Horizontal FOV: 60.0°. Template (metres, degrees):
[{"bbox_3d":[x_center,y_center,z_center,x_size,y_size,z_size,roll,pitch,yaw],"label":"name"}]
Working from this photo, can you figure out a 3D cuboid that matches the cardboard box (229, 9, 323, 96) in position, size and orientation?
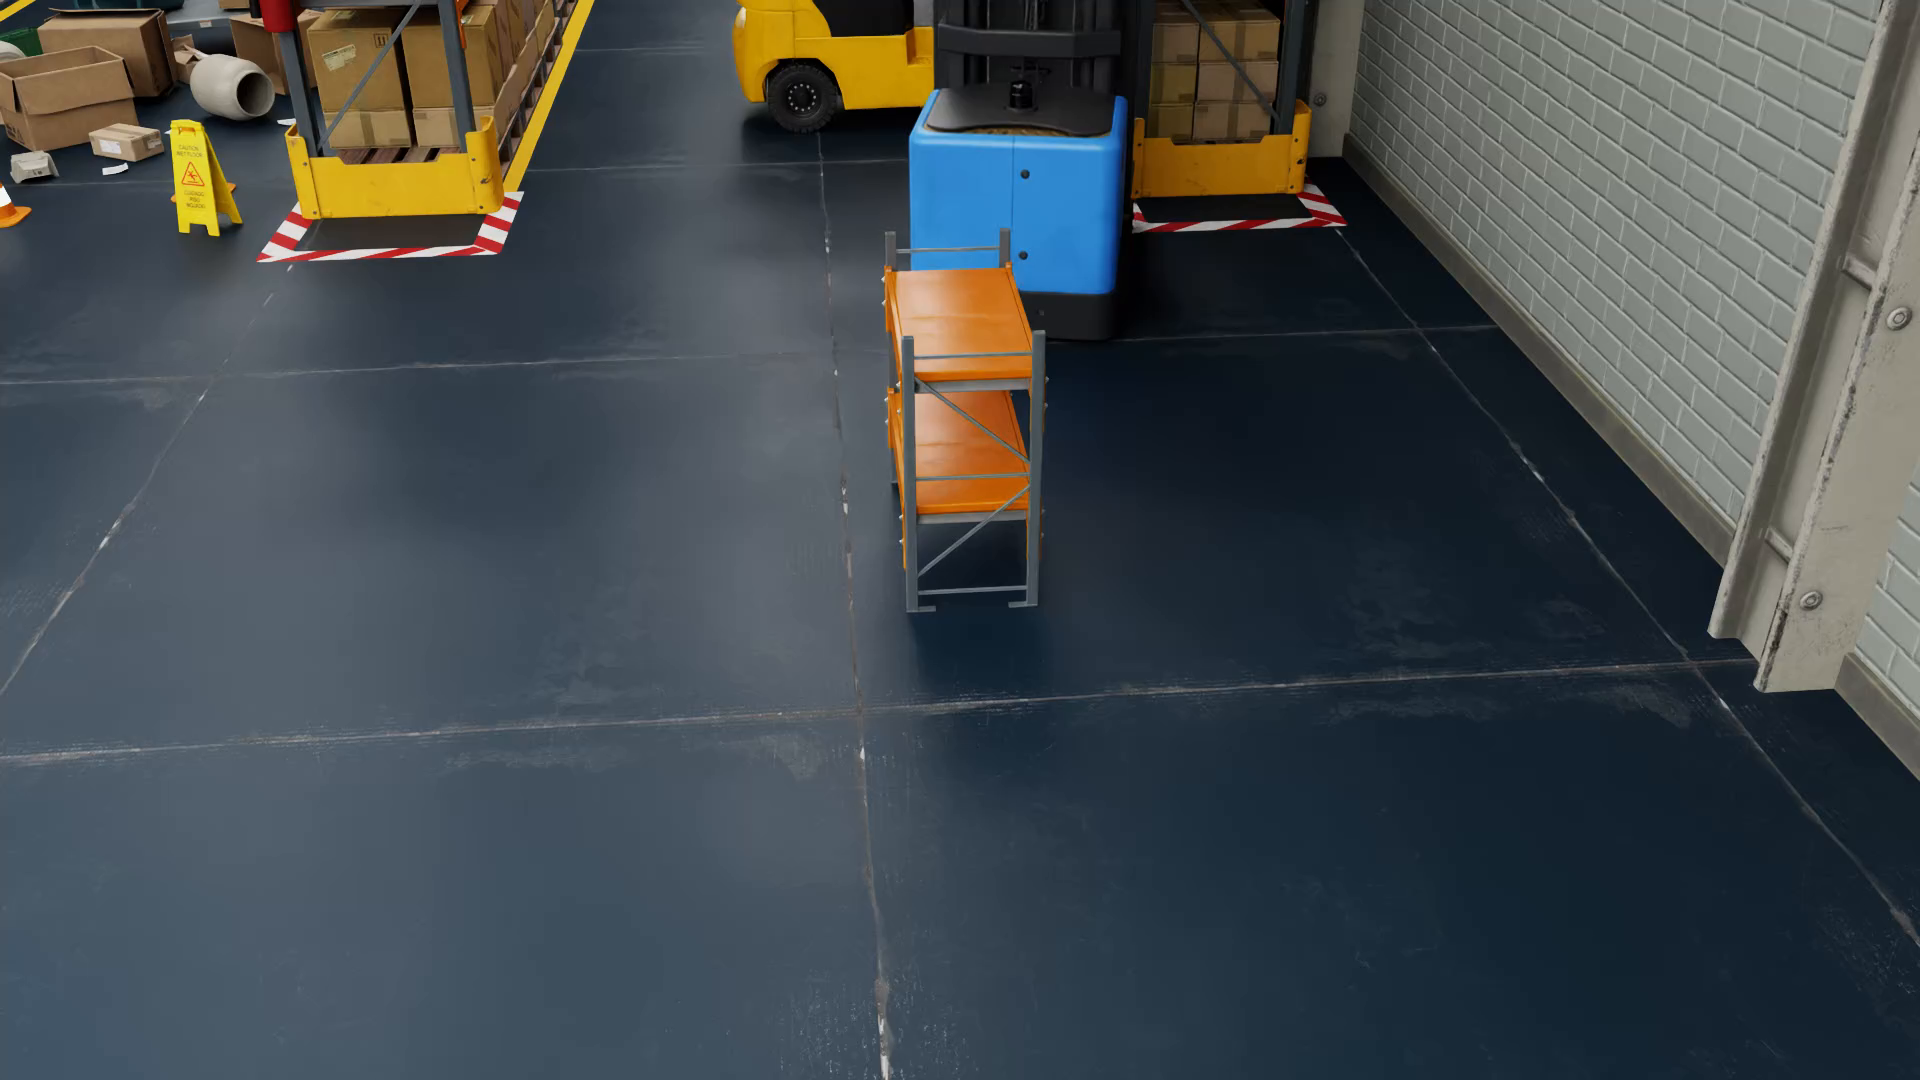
[{"bbox_3d":[-5.012,-3.643,12.358,0.500,0.500,0.500,20,36,29],"label":"cardboard box"}]

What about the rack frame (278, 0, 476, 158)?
[{"bbox_3d":[-3.384,-3.285,9.324,1.000,3.000,0.127,-3,31,-5],"label":"rack frame"}]

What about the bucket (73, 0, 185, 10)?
[{"bbox_3d":[-6.368,-4.326,12.778,0.726,0.611,0.620,8,22,13],"label":"bucket"}]

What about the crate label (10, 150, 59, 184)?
[{"bbox_3d":[-5.917,-2.385,10.609,0.250,0.136,0.298,-20,36,-30],"label":"crate label"}]

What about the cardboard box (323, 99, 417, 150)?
[{"bbox_3d":[-3.730,-2.697,10.611,0.500,0.250,0.500,-3,31,-5],"label":"cardboard box"}]

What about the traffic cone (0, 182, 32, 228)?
[{"bbox_3d":[-5.782,-2.126,9.859,0.336,0.463,0.334,-3,31,-5],"label":"traffic cone"}]

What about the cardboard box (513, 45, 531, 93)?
[{"bbox_3d":[-3.288,-3.249,11.535,0.500,0.250,0.500,-1,31,-1],"label":"cardboard box"}]

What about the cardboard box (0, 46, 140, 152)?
[{"bbox_3d":[-6.069,-2.988,11.262,0.637,0.503,0.797,27,40,37],"label":"cardboard box"}]

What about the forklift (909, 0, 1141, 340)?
[{"bbox_3d":[0.433,-2.986,8.891,1.130,2.935,3.031,4,31,6],"label":"forklift"}]

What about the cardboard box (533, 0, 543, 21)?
[{"bbox_3d":[-3.386,-4.100,12.229,0.500,0.500,0.500,-2,31,-4],"label":"cardboard box"}]

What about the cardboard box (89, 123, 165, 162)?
[{"bbox_3d":[-5.517,-2.633,11.013,0.380,0.149,0.250,13,33,21],"label":"cardboard box"}]

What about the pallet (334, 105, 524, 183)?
[{"bbox_3d":[-3.432,-2.543,10.801,1.003,0.211,1.213,-3,31,-5],"label":"pallet"}]

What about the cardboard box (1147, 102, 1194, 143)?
[{"bbox_3d":[1.199,-2.749,10.699,0.500,0.250,0.500,-3,31,-4],"label":"cardboard box"}]

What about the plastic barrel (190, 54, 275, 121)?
[{"bbox_3d":[-5.084,-3.161,11.629,0.512,0.421,0.421,20,36,29],"label":"plastic barrel"}]

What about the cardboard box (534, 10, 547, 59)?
[{"bbox_3d":[-3.375,-3.766,12.402,0.500,0.250,0.500,-4,31,-6],"label":"cardboard box"}]

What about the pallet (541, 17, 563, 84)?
[{"bbox_3d":[-3.660,-3.789,12.887,1.003,0.211,1.213,-3,31,-5],"label":"pallet"}]

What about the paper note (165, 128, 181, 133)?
[{"bbox_3d":[-5.384,-2.833,11.475,0.148,0.019,0.142,8,32,13],"label":"paper note"}]

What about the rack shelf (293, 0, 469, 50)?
[{"bbox_3d":[-3.571,-3.997,11.218,1.077,0.370,4.000,-3,31,-5],"label":"rack shelf"}]

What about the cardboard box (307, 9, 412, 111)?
[{"bbox_3d":[-3.718,-3.003,10.393,0.500,0.500,0.500,-3,31,-4],"label":"cardboard box"}]

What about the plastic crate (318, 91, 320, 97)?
[{"bbox_3d":[-4.427,-3.233,12.084,0.402,0.080,0.583,-14,33,-22],"label":"plastic crate"}]

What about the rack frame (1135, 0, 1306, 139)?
[{"bbox_3d":[1.558,-3.524,9.725,1.000,3.000,0.127,-3,31,-5],"label":"rack frame"}]

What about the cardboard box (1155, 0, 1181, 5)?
[{"bbox_3d":[1.151,-3.434,10.871,0.500,0.250,0.500,-2,31,-4],"label":"cardboard box"}]

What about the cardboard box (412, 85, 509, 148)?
[{"bbox_3d":[-3.184,-2.710,10.633,0.500,0.250,0.500,-3,31,-5],"label":"cardboard box"}]

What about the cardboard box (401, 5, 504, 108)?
[{"bbox_3d":[-3.187,-3.044,10.461,0.500,0.500,0.500,-4,31,-6],"label":"cardboard box"}]

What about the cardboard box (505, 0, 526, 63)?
[{"bbox_3d":[-3.279,-3.567,11.337,0.500,0.500,0.500,-2,31,-4],"label":"cardboard box"}]

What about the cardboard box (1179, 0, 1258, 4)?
[{"bbox_3d":[1.651,-3.463,10.919,0.500,0.250,0.500,-3,31,-5],"label":"cardboard box"}]

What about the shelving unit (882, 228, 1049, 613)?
[{"bbox_3d":[-0.001,-0.486,6.467,0.538,1.125,1.048,-3,31,-5],"label":"shelving unit"}]

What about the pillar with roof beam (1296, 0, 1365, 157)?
[{"bbox_3d":[-1.896,-6.292,8.509,9.100,9.000,0.400,-3,31,-5],"label":"pillar with roof beam"}]

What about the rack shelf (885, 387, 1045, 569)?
[{"bbox_3d":[-0.001,-0.276,6.593,0.538,0.278,1.000,-3,31,-5],"label":"rack shelf"}]

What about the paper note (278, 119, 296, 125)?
[{"bbox_3d":[-4.692,-2.931,11.627,0.142,0.019,0.148,-14,33,-22],"label":"paper note"}]

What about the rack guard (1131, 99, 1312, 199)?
[{"bbox_3d":[1.560,-2.439,10.346,1.175,0.500,0.348,-3,31,-5],"label":"rack guard"}]

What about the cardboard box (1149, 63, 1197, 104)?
[{"bbox_3d":[1.201,-2.972,10.585,0.500,0.250,0.500,-3,31,-5],"label":"cardboard box"}]

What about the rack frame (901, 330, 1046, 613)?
[{"bbox_3d":[0.047,-0.227,6.033,0.500,1.125,0.032,-3,31,-5],"label":"rack frame"}]

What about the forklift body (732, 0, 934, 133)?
[{"bbox_3d":[-0.436,-4.041,11.417,2.313,2.155,1.214,-3,31,-5],"label":"forklift body"}]
